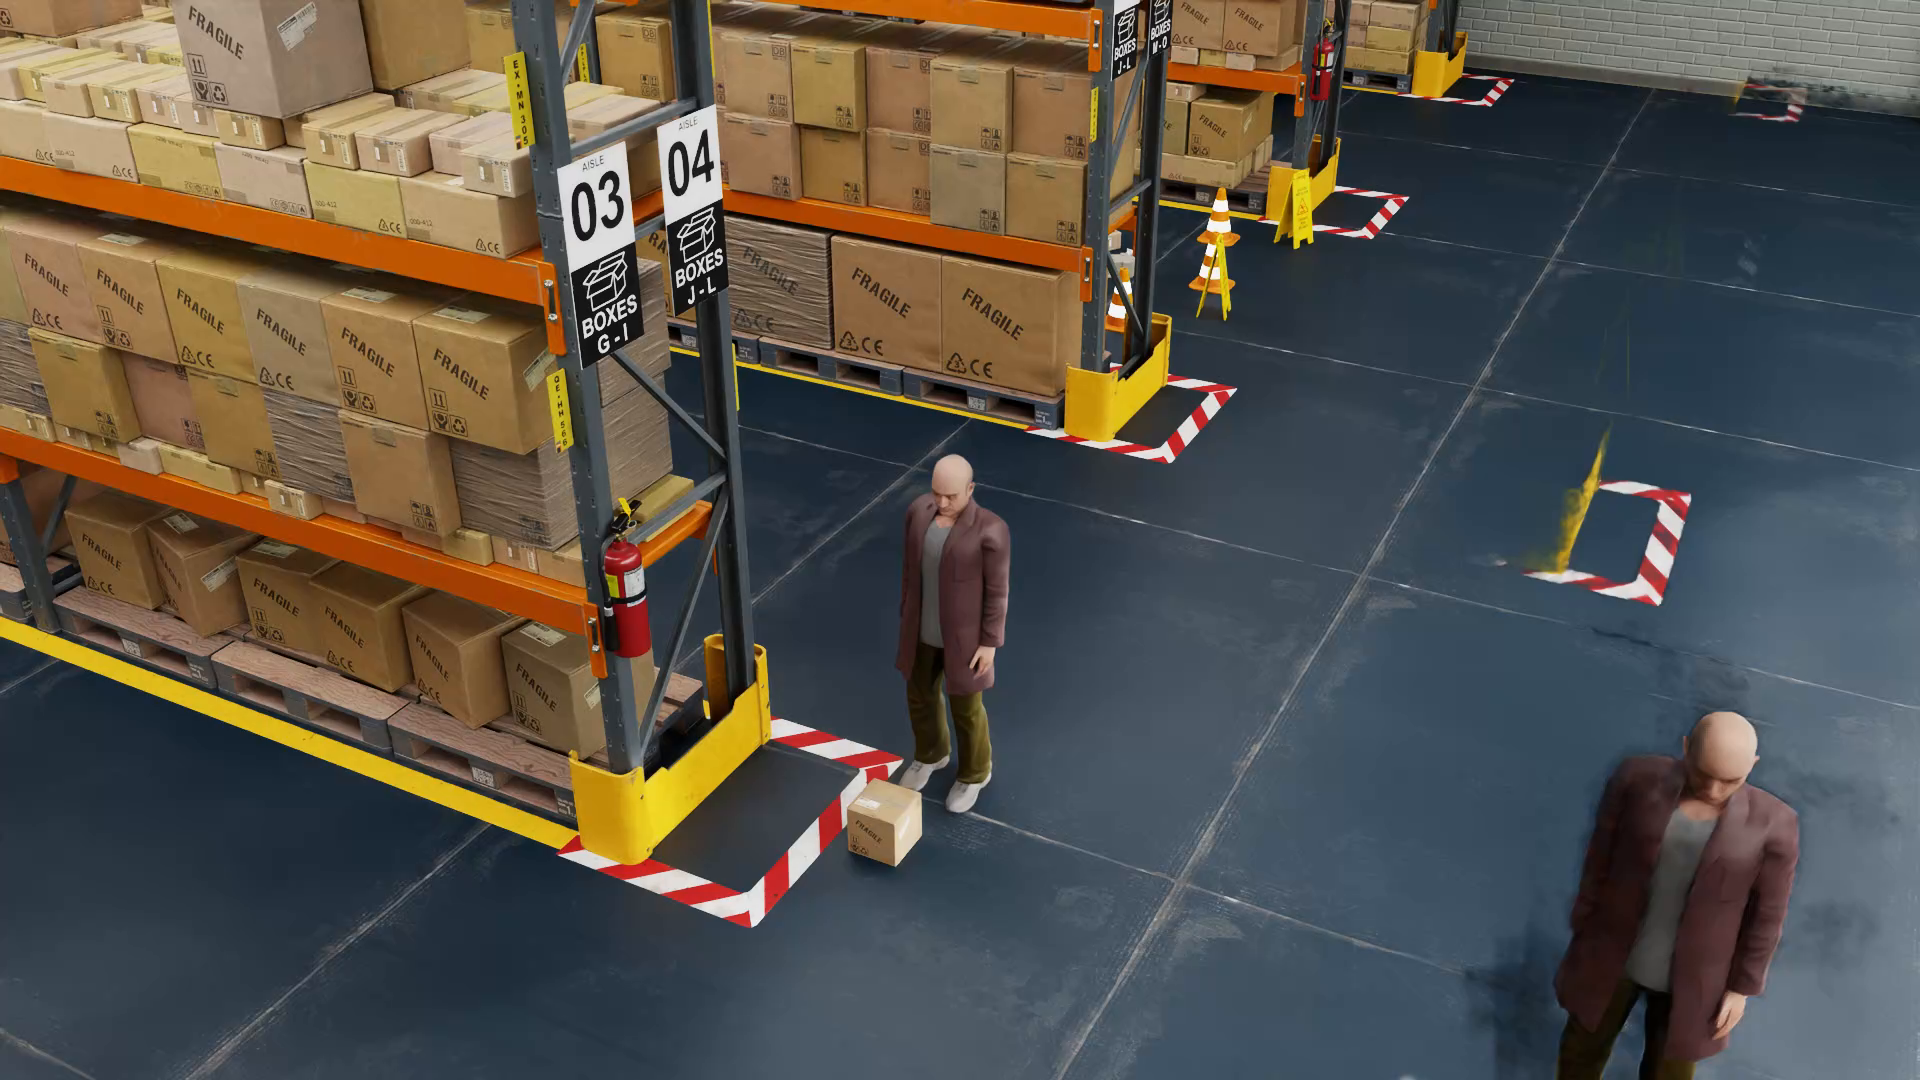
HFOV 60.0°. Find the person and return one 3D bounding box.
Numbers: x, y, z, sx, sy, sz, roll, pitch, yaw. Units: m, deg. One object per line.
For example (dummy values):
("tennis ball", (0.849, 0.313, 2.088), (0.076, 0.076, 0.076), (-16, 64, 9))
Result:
("person", (-0.043, 0.445, 7.591), (0.587, 1.729, 0.416), (18, 34, 29))
